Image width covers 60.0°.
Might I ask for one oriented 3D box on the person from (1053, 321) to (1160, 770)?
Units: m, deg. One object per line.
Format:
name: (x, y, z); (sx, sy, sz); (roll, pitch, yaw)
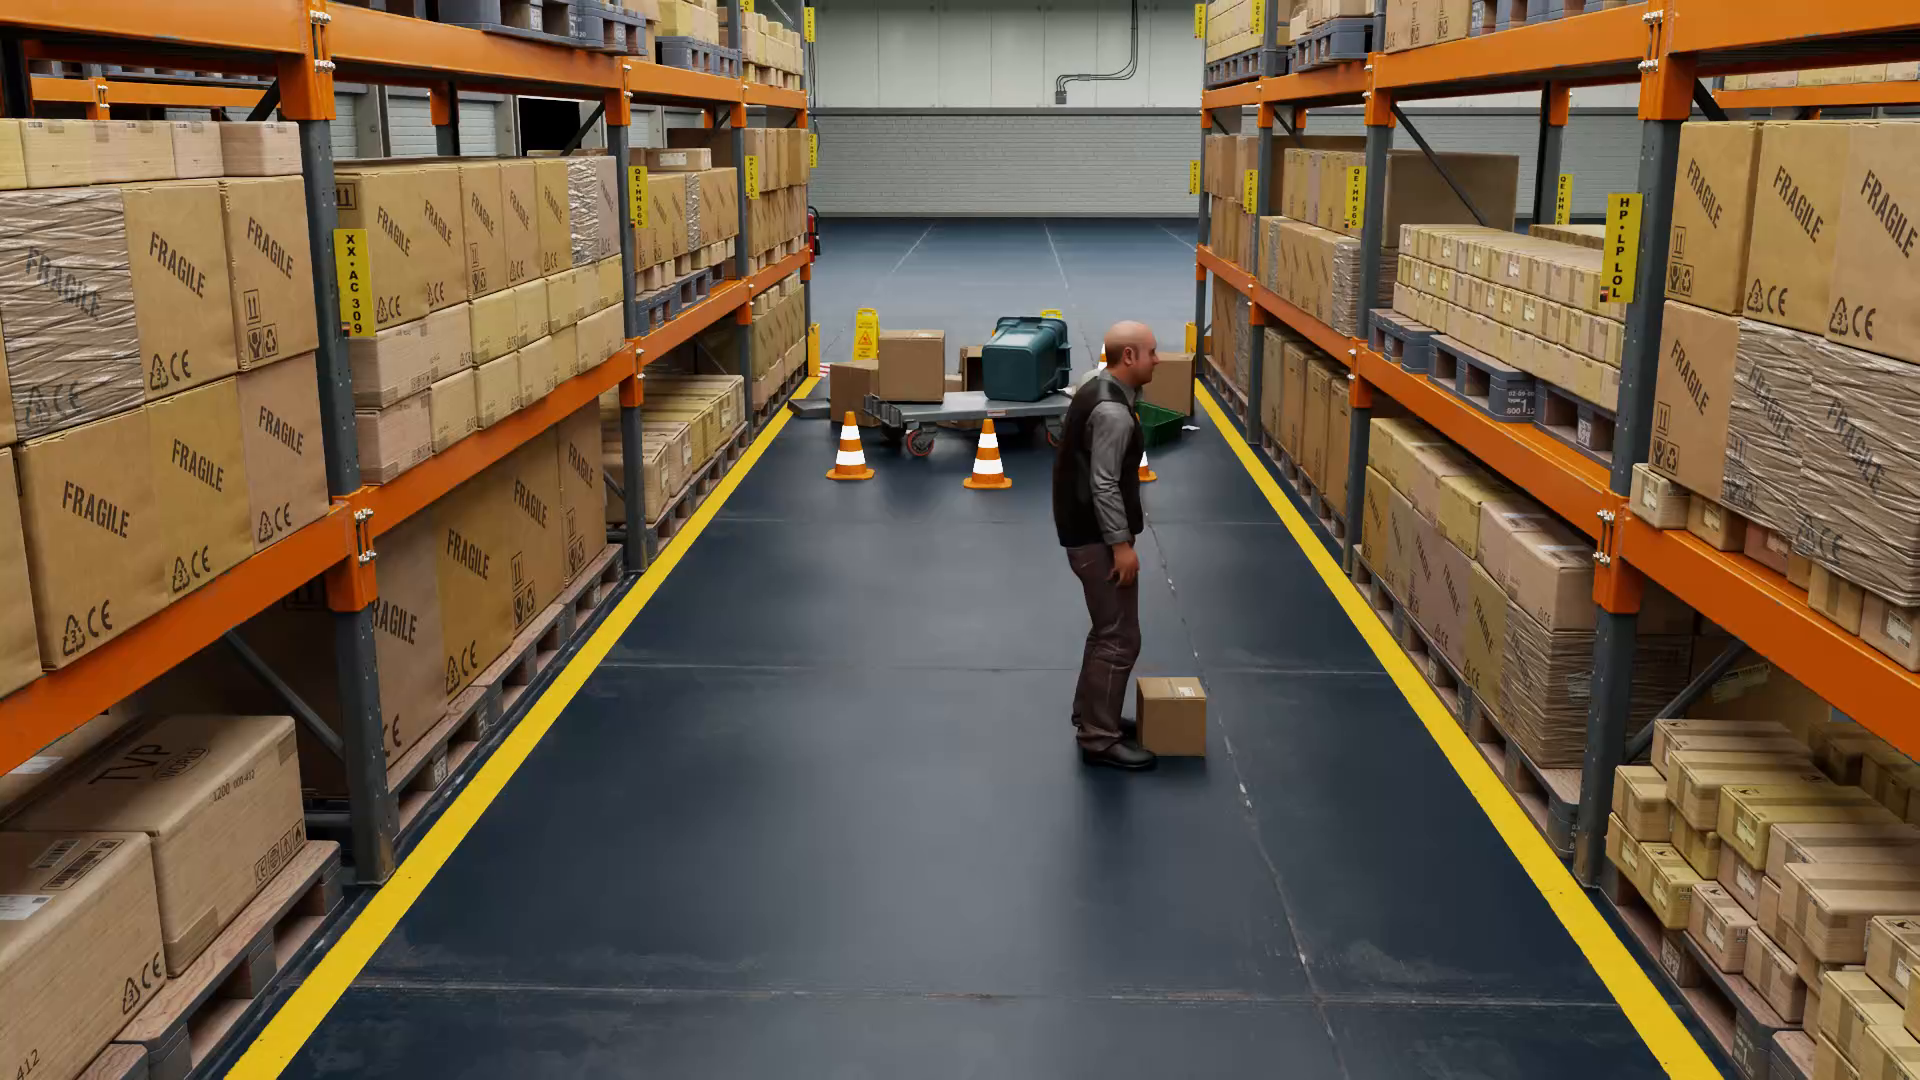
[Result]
person: (0.571, 0.001, 6.542); (0.419, 1.721, 0.581); (0, 14, 2)
